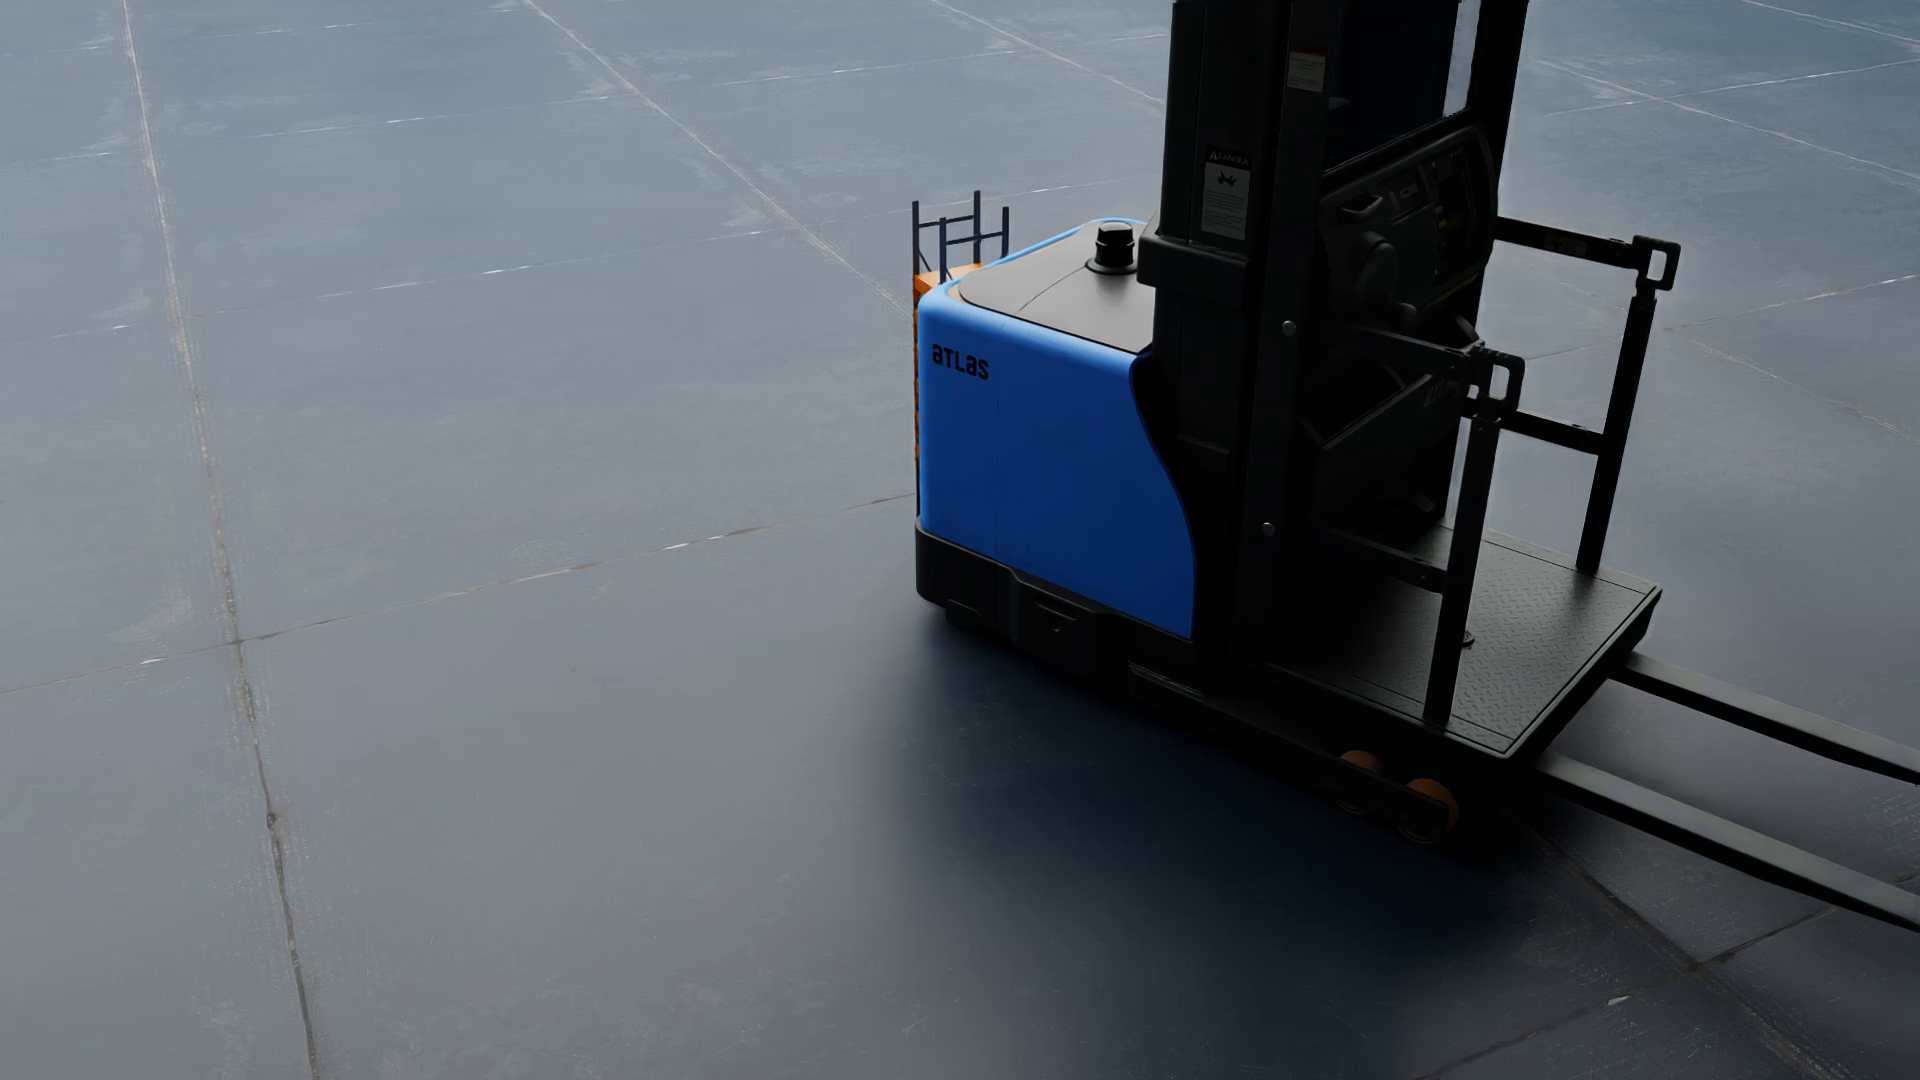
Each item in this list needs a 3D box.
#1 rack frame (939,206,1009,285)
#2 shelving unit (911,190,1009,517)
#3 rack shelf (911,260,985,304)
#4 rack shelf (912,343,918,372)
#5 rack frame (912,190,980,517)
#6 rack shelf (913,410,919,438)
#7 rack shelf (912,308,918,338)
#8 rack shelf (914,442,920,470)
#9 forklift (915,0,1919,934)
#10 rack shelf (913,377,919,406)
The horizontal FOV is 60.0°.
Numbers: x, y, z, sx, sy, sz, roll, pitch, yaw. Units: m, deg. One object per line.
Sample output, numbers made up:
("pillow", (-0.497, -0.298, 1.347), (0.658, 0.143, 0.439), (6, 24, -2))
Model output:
("rack frame", (0.044, -0.480, 5.379), (0.240, 1.200, 0.006), (-15, 33, -24))
("shelving unit", (0.001, -0.519, 5.449), (0.258, 1.200, 0.189), (-15, 33, -24))
("rack shelf", (0.001, -0.795, 5.295), (0.258, 0.103, 0.180), (-15, 33, -24))
("rack shelf", (0.001, -0.585, 5.412), (0.258, 0.103, 0.180), (-15, 33, -24))
("rack frame", (-0.043, -0.559, 5.520), (0.240, 1.200, 0.006), (-15, 33, -24))
("rack shelf", (0.001, -0.376, 5.530), (0.258, 0.103, 0.180), (-15, 33, -24))
("rack shelf", (0.001, -0.690, 5.354), (0.258, 0.103, 0.180), (-15, 33, -24))
("rack shelf", (0.001, -0.272, 5.589), (0.258, 0.103, 0.180), (-15, 33, -24))
("forklift", (1.315, -0.780, 4.143), (3.031, 2.935, 1.130), (22, 36, 34))
("rack shelf", (0.001, -0.481, 5.471), (0.258, 0.103, 0.180), (-15, 33, -24))
